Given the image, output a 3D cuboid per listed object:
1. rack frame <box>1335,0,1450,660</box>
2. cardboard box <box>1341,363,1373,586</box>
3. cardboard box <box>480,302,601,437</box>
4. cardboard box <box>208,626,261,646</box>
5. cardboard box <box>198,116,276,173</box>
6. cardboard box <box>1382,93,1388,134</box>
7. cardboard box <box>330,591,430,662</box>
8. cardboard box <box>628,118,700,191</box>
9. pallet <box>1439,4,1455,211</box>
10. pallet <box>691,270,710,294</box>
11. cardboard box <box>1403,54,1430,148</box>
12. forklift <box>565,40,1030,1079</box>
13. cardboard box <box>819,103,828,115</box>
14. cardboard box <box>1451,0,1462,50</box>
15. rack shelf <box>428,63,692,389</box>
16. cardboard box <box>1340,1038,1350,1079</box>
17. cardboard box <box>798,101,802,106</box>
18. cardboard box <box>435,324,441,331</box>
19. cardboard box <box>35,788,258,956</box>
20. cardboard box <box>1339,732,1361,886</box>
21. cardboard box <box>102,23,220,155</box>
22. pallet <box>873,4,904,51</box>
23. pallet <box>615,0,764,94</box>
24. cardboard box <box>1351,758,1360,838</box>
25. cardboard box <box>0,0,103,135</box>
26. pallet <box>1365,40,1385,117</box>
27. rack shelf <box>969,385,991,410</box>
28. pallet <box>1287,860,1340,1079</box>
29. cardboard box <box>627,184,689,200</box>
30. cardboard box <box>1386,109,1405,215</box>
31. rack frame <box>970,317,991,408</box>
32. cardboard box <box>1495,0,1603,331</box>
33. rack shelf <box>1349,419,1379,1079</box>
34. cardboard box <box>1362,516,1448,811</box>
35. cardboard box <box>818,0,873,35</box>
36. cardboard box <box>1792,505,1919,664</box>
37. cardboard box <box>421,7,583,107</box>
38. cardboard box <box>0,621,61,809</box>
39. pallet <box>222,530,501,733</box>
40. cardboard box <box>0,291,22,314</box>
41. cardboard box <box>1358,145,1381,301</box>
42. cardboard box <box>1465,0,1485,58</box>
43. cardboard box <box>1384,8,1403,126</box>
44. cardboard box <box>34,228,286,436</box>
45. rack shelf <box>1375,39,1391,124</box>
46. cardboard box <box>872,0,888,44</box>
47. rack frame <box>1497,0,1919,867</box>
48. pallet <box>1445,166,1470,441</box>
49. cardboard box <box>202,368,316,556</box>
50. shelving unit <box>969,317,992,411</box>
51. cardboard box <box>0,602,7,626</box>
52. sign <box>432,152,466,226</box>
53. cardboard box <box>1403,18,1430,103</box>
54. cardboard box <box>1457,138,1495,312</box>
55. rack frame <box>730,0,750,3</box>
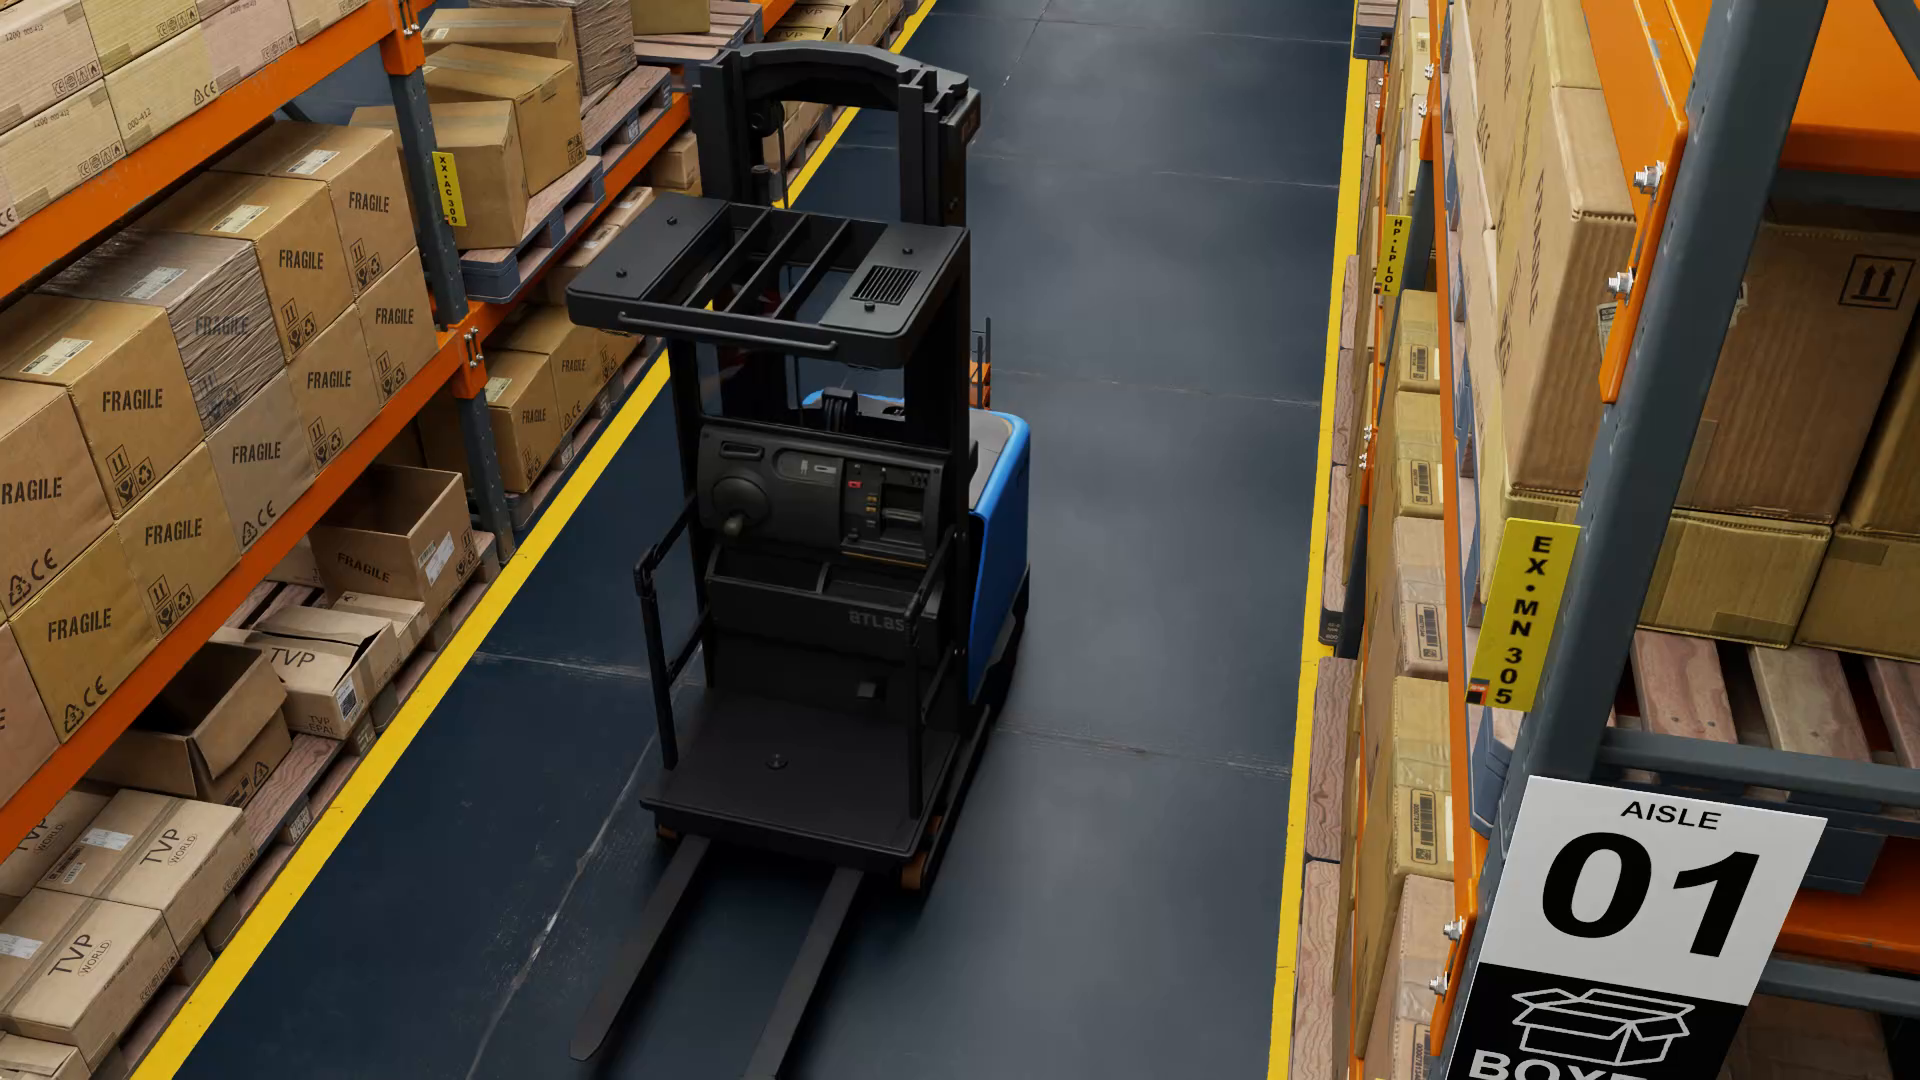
[{"bbox_3d":[2.160,-0.567,6.477,1.000,3.000,0.127,7,37,10],"label":"rack frame"},{"bbox_3d":[2.171,-0.256,7.521,0.750,0.750,0.750,8,37,11],"label":"cardboard box"},{"bbox_3d":[-2.236,-0.906,8.699,0.500,0.500,0.500,8,37,11],"label":"cardboard box"},{"bbox_3d":[-3.157,0.494,7.052,0.380,0.166,0.250,7,37,10],"label":"cardboard box"},{"bbox_3d":[-3.056,-1.396,6.684,0.500,0.500,0.500,8,37,11],"label":"cardboard box"},{"bbox_3d":[2.516,-2.322,9.095,0.380,0.149,0.250,8,37,11],"label":"cardboard box"},{"bbox_3d":[-2.547,0.375,7.231,0.380,0.149,0.250,7,37,10],"label":"cardboard box"},{"bbox_3d":[-1.805,-2.350,10.053,0.500,0.250,0.500,9,37,12],"label":"cardboard box"},{"bbox_3d":[1.975,-1.278,4.977,1.003,0.211,1.213,7,37,10],"label":"pallet"},{"bbox_3d":[-2.023,-1.927,10.729,1.003,0.211,1.213,7,37,10],"label":"pallet"},{"bbox_3d":[2.237,-1.924,7.354,0.500,0.250,0.500,8,37,11],"label":"cardboard box"},{"bbox_3d":[-0.570,-0.097,5.886,1.130,2.935,3.031,9,37,13],"label":"forklift"},{"bbox_3d":[-1.216,-3.386,12.352,0.500,0.250,0.500,6,36,9],"label":"cardboard box"},{"bbox_3d":[1.754,-1.568,4.987,0.500,0.250,0.500,7,37,10],"label":"cardboard box"},{"bbox_3d":[-2.253,-2.041,9.123,1.077,0.370,4.000,7,37,10],"label":"rack shelf"},{"bbox_3d":[1.464,1.867,4.890,0.700,0.500,0.500,7,37,10],"label":"cardboard box"},{"bbox_3d":[-1.324,-3.329,11.794,0.500,0.311,0.500,6,36,9],"label":"cardboard box"},{"bbox_3d":[-2.741,-0.953,8.764,0.500,0.500,0.500,7,37,10],"label":"cardboard box"},{"bbox_3d":[-2.928,1.193,6.016,0.500,0.250,0.500,7,37,10],"label":"cardboard box"},{"bbox_3d":[1.789,0.978,6.116,0.700,0.500,0.500,7,37,9],"label":"cardboard box"},{"bbox_3d":[-2.740,-1.455,5.273,0.500,0.250,0.500,7,37,10],"label":"cardboard box"},{"bbox_3d":[-1.091,-4.216,13.887,1.003,0.211,1.213,7,37,10],"label":"pallet"},{"bbox_3d":[-1.902,-3.004,10.002,1.213,0.211,1.003,7,37,10],"label":"pallet"},{"bbox_3d":[1.537,0.901,5.670,0.380,0.149,0.250,6,36,9],"label":"cardboard box"},{"bbox_3d":[-2.846,-1.370,4.730,0.500,0.250,0.500,7,37,10],"label":"cardboard box"},{"bbox_3d":[3.703,-3.578,13.007,1.003,0.211,1.213,7,37,10],"label":"pallet"},{"bbox_3d":[0.003,-0.652,7.795,0.258,0.103,0.180,7,37,10],"label":"rack shelf"},{"bbox_3d":[1.662,1.690,5.739,1.003,0.211,1.213,7,37,10],"label":"pallet"},{"bbox_3d":[-1.908,-1.783,9.909,0.500,0.500,0.500,6,36,8],"label":"cardboard box"},{"bbox_3d":[2.227,-1.613,7.564,0.500,0.500,0.500,7,37,10],"label":"cardboard box"},{"bbox_3d":[0.023,-0.547,7.982,0.240,1.200,0.006,7,37,10],"label":"rack frame"},{"bbox_3d":[1.312,-0.681,3.124,0.500,0.500,0.500,8,37,11],"label":"cardboard box"},{"bbox_3d":[1.732,0.871,5.106,1.077,0.370,4.000,7,37,10],"label":"rack shelf"},{"bbox_3d":[1.721,0.456,4.809,0.980,0.700,0.700,6,36,8],"label":"cardboard box"},{"bbox_3d":[-0.992,-4.203,13.001,0.500,0.311,0.500,7,37,10],"label":"cardboard box"},{"bbox_3d":[1.701,-0.026,2.859,0.500,0.250,0.500,9,37,12],"label":"cardboard box"},{"bbox_3d":[-2.364,-2.417,8.586,0.700,0.500,0.500,-1,36,-2],"label":"cardboard box"},{"bbox_3d":[-3.078,0.549,4.851,0.500,0.500,0.500,7,37,10],"label":"cardboard box"},{"bbox_3d":[-2.828,0.337,7.606,1.003,0.211,1.213,7,37,10],"label":"pallet"},{"bbox_3d":[-3.386,-0.510,5.460,0.500,0.500,0.500,8,37,11],"label":"cardboard box"},{"bbox_3d":[2.729,-1.755,9.589,0.750,0.750,0.750,7,36,9],"label":"cardboard box"},{"bbox_3d":[1.630,-1.566,4.345,0.500,0.500,0.500,7,36,9],"label":"cardboard box"},{"bbox_3d":[2.539,-2.484,8.766,0.500,0.500,0.500,8,37,12],"label":"cardboard box"},{"bbox_3d":[-2.750,-0.726,5.758,0.500,0.500,0.500,8,37,10],"label":"cardboard box"},{"bbox_3d":[3.441,-3.716,11.434,1.077,0.370,4.000,7,37,10],"label":"rack shelf"},{"bbox_3d":[-0.887,-4.265,13.564,0.500,0.250,0.500,7,36,9],"label":"cardboard box"},{"bbox_3d":[1.305,-0.703,1.552,1.000,3.000,0.127,7,37,10],"label":"rack frame"},{"bbox_3d":[1.712,-0.581,4.015,1.003,0.211,1.213,7,37,10],"label":"pallet"},{"bbox_3d":[-2.753,-0.317,6.046,0.500,0.500,0.500,8,37,11],"label":"cardboard box"},{"bbox_3d":[0.003,-0.494,7.909,0.258,1.200,0.189,7,37,10],"label":"shelving unit"},{"bbox_3d":[-3.078,0.140,4.564,0.500,0.500,0.500,8,37,10],"label":"cardboard box"},{"bbox_3d":[-2.149,-1.473,6.989,0.100,0.325,0.005,7,37,10],"label":"sign"},{"bbox_3d":[2.345,-2.216,7.757,0.500,0.250,0.500,7,36,9],"label":"cardboard box"},{"bbox_3d":[1.419,-0.689,3.773,0.500,0.250,0.500,6,36,9],"label":"cardboard box"},{"bbox_3d":[-1.826,-3.479,10.494,1.000,3.000,0.127,7,37,10],"label":"rack frame"}]
